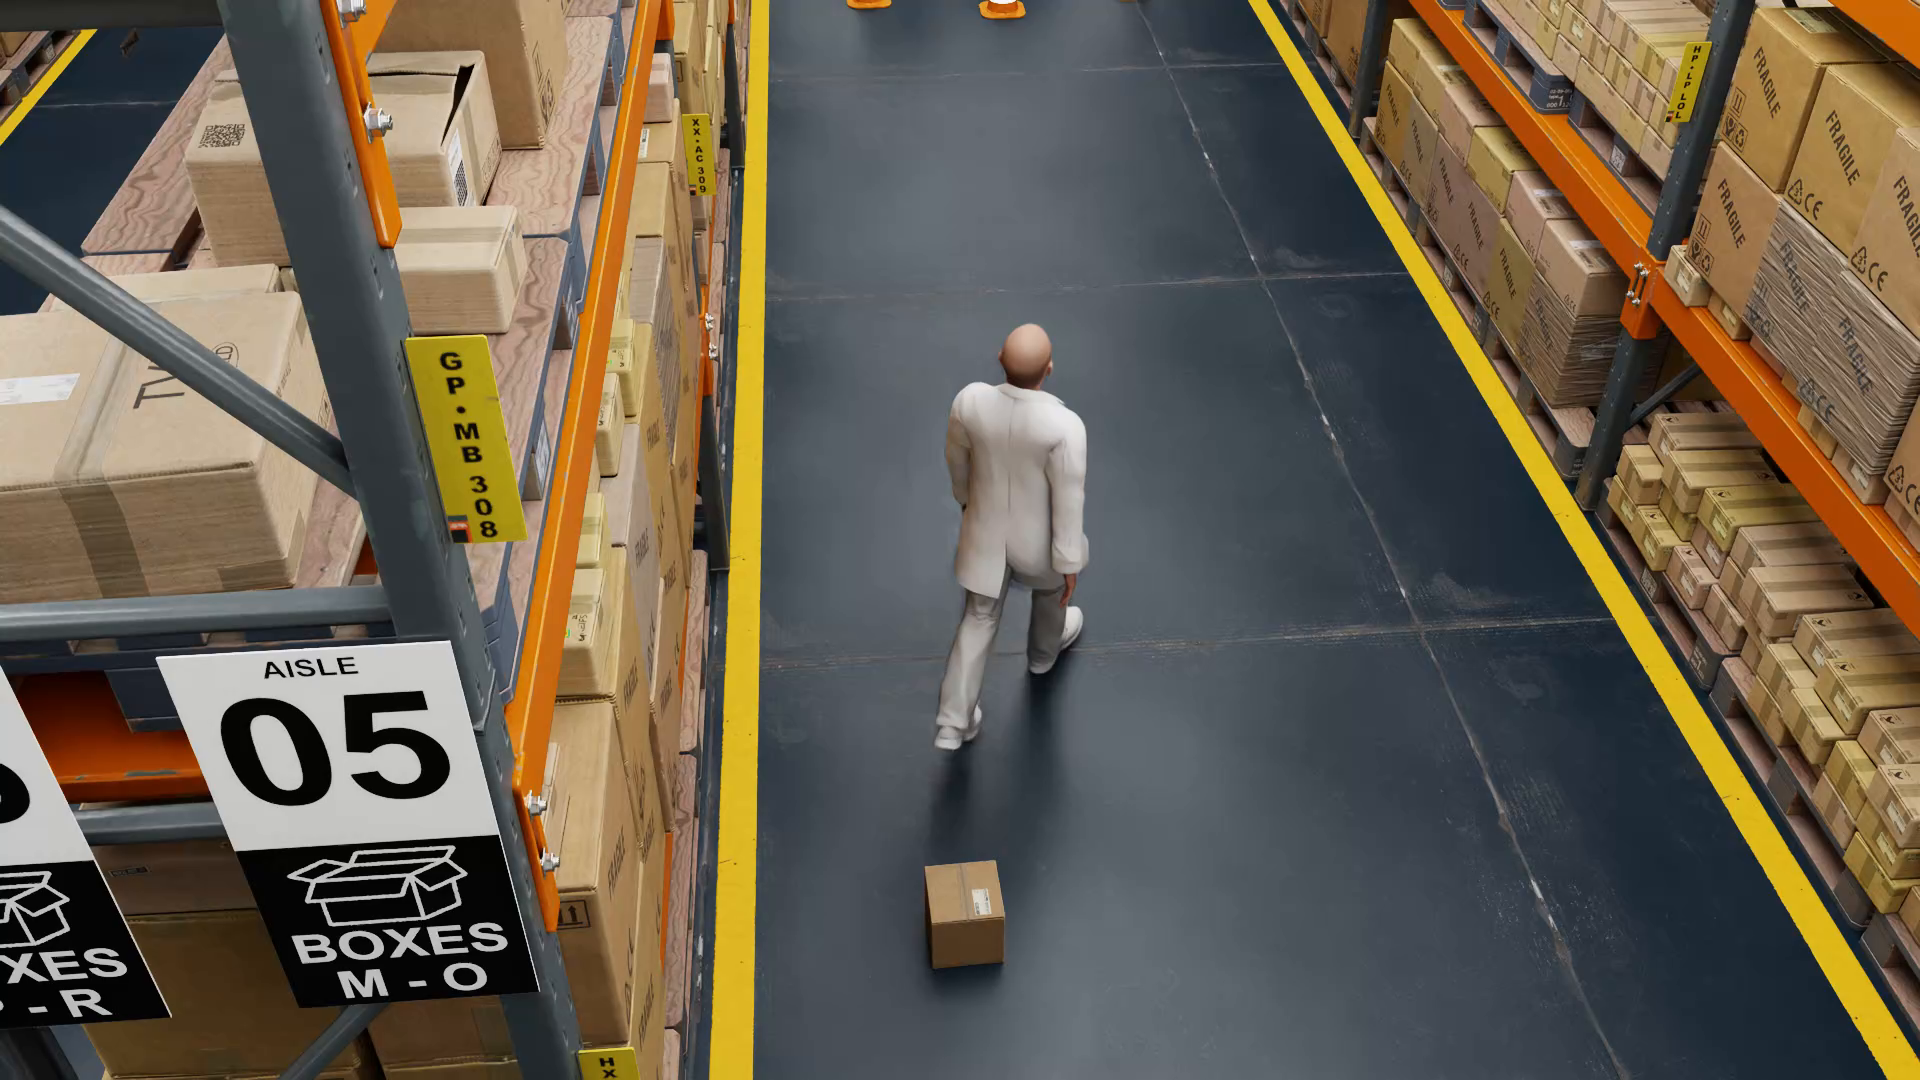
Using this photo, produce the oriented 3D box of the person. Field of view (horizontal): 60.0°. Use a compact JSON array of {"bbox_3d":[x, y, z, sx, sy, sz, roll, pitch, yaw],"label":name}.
[{"bbox_3d":[0.199,-0.030,6.209,0.618,1.742,1.095,15,41,18],"label":"person"}]
